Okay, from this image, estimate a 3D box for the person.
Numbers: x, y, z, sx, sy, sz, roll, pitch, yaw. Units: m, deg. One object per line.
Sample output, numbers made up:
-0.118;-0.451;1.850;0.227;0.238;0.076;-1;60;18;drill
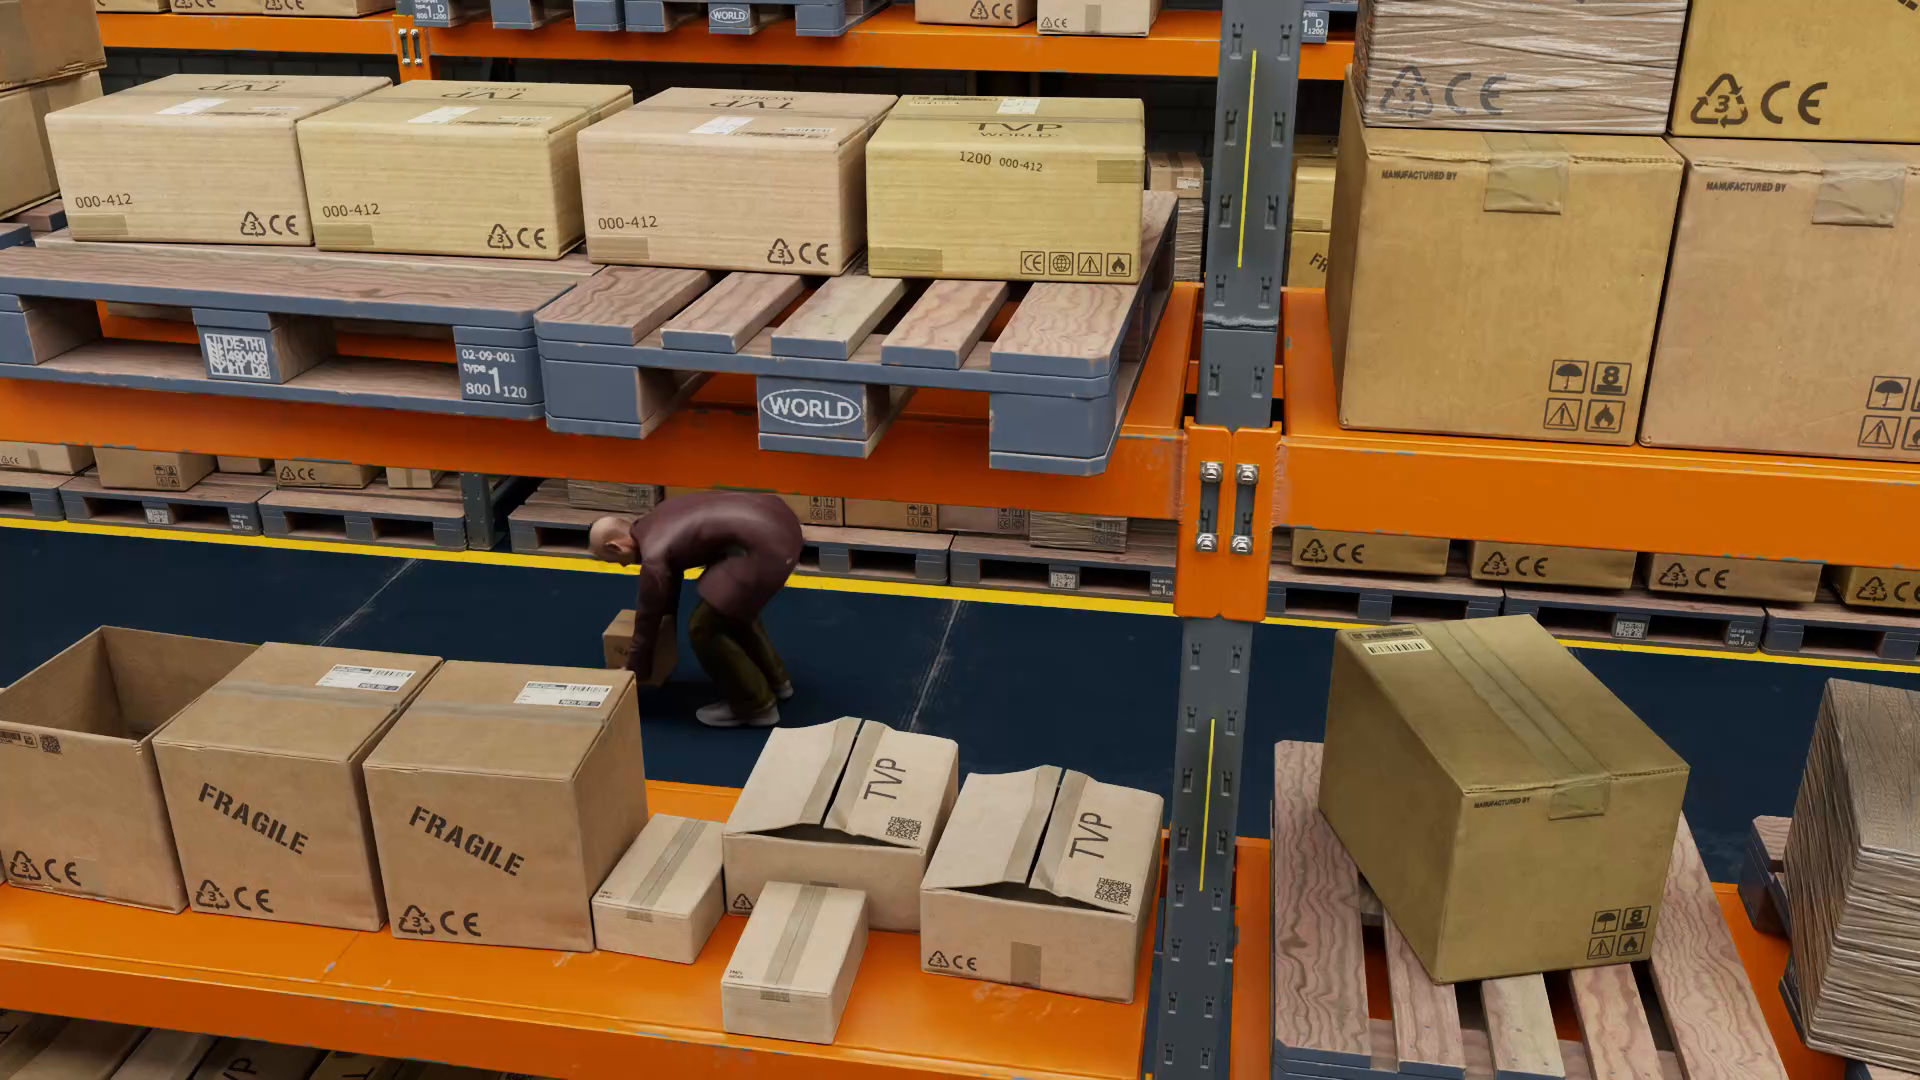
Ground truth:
-1.156;0.269;7.388;0.947;1.066;0.583;3;25;6;person
